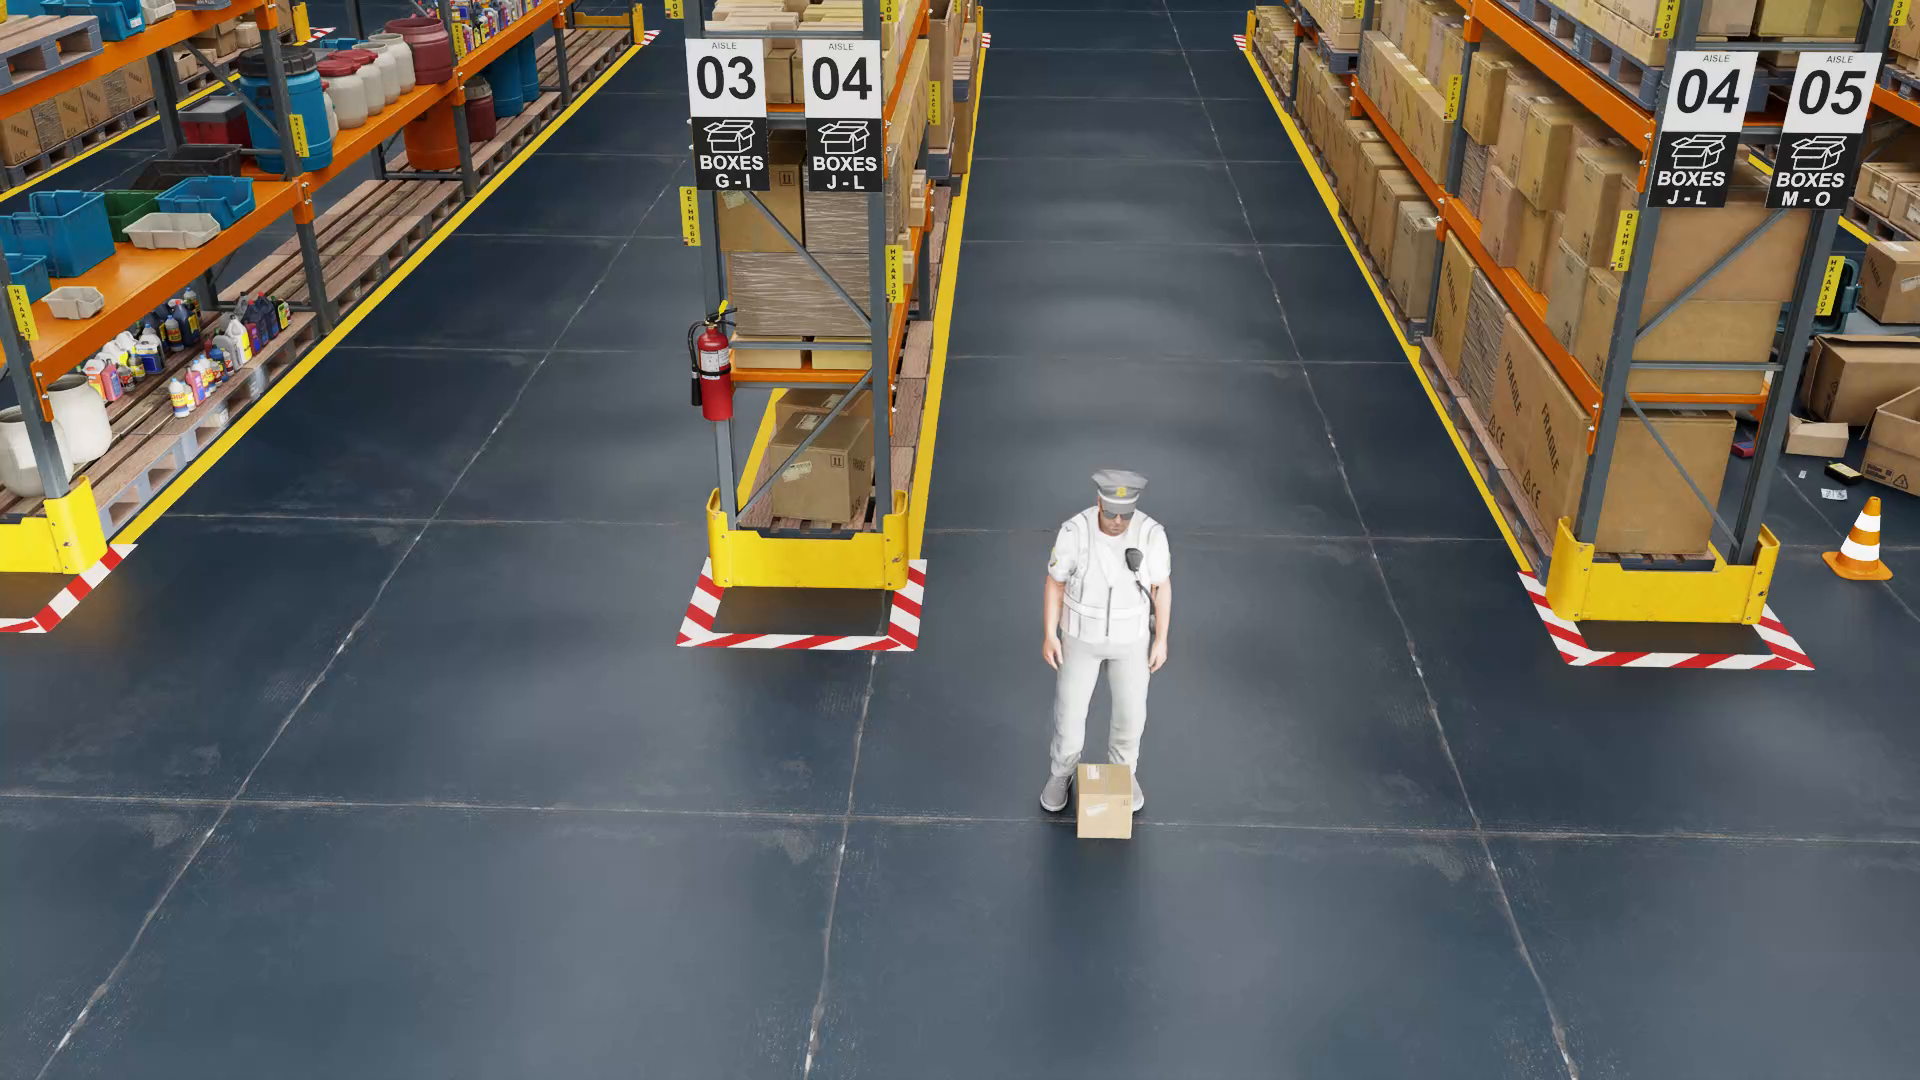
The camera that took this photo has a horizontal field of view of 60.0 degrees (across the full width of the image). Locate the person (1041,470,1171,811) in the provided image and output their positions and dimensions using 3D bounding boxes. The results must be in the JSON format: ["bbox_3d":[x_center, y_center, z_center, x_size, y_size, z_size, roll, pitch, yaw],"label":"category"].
[{"bbox_3d":[0.680,0.445,7.770,0.587,1.746,0.438,1,28,2],"label":"person"}]
